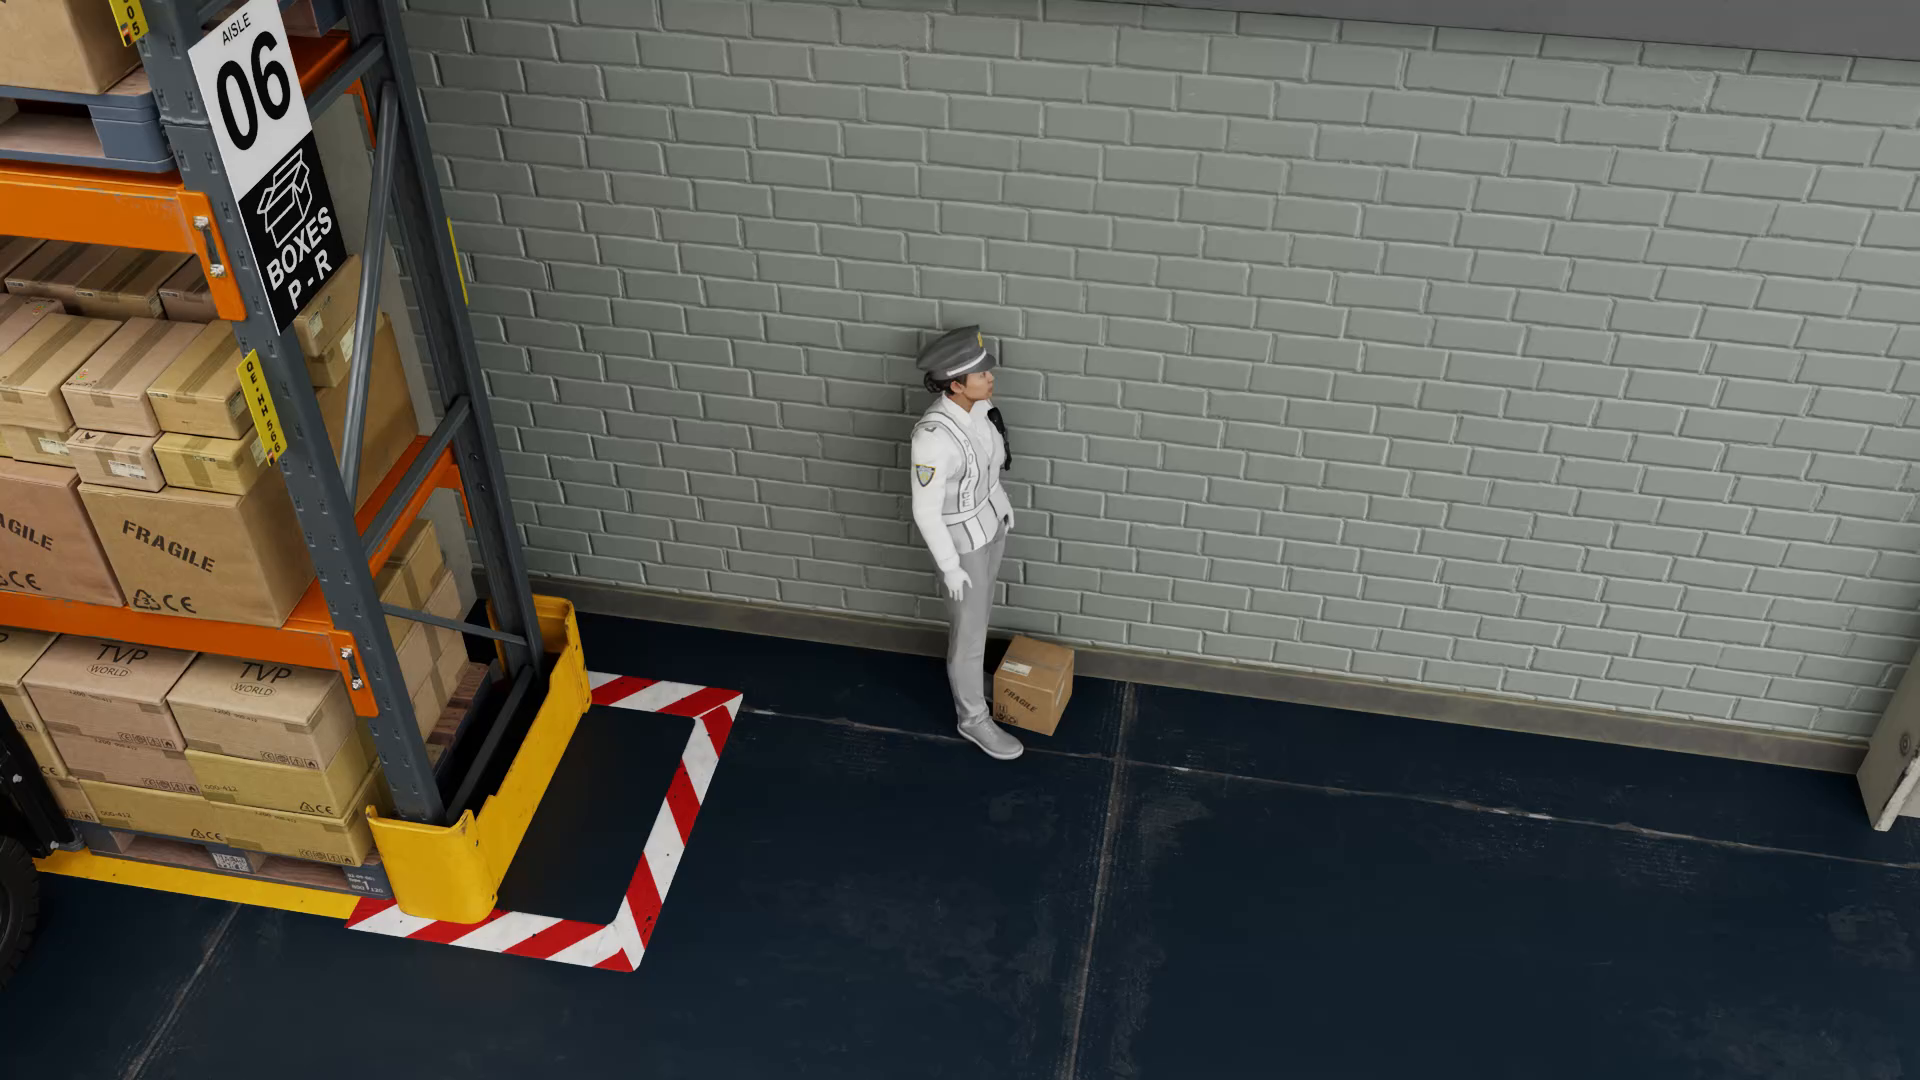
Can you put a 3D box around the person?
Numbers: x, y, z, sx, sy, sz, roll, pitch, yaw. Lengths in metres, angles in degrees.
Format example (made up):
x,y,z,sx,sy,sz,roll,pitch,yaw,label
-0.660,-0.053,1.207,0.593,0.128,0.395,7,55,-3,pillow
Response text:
x,y,z,sx,sy,sz,roll,pitch,yaw,label
0.089,-0.014,6.135,0.531,1.694,0.586,16,43,17,person
